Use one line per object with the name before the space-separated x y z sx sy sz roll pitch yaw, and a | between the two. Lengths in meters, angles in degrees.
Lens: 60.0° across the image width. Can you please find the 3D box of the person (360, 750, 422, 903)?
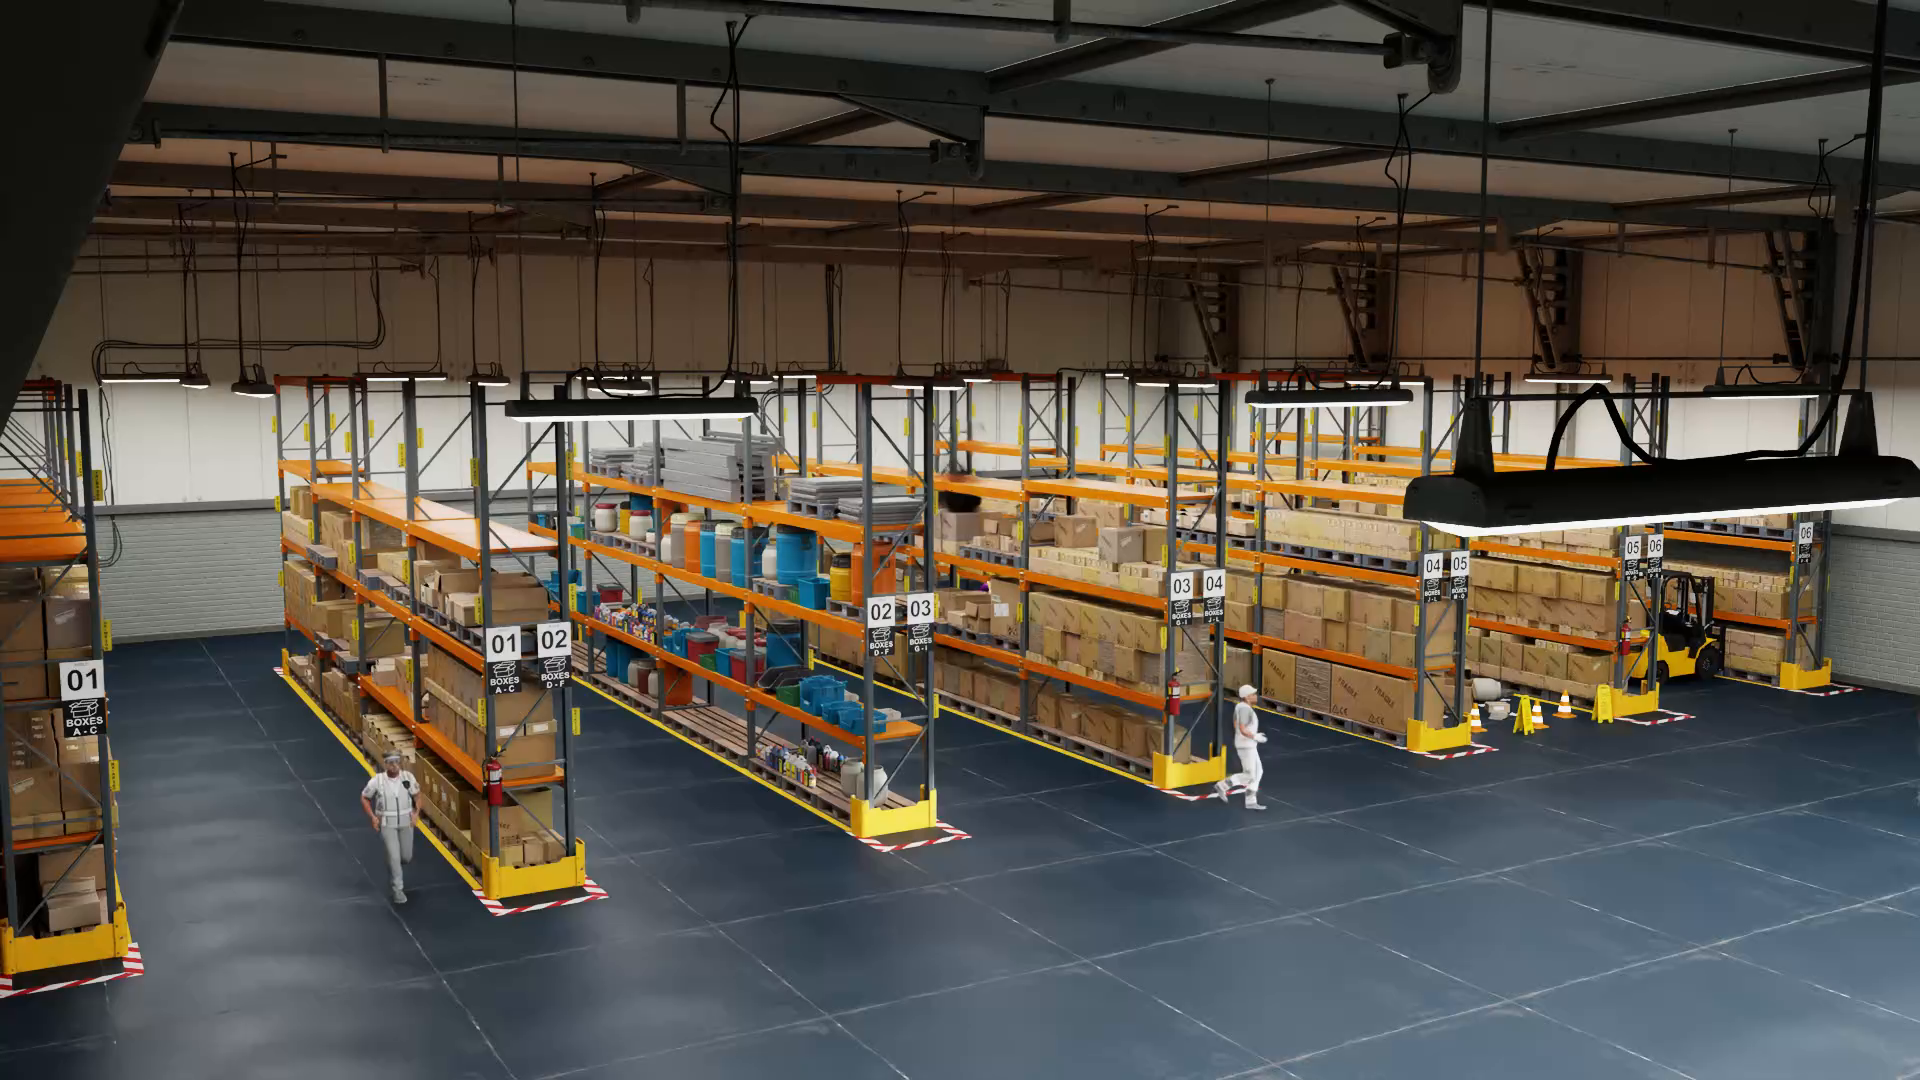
person | -6.681 3.323 19.603 0.683 1.763 0.770 -4 8 -34

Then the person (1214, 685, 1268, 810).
person | 3.956 2.911 23.409 0.744 1.757 0.655 1 6 8

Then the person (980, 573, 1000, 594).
person | 0.788 1.510 36.035 0.682 1.780 0.915 -3 7 -26
